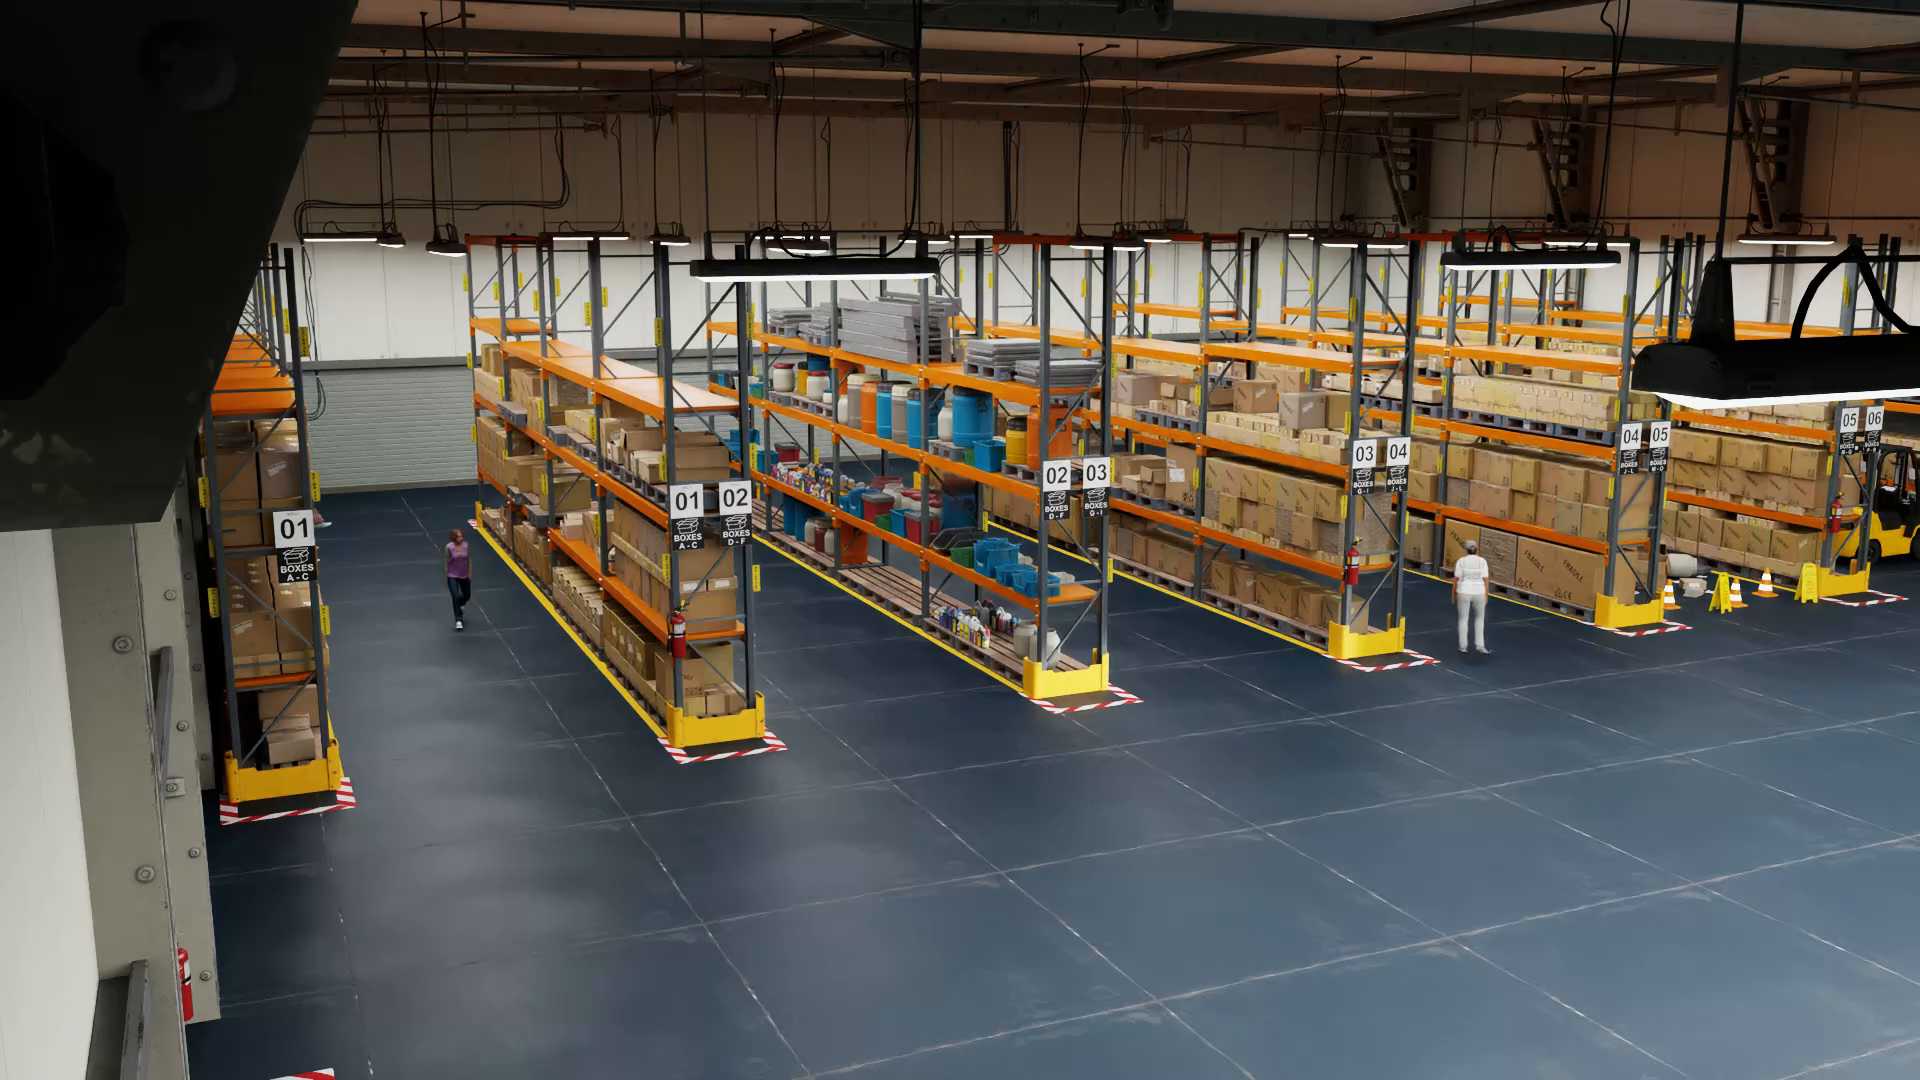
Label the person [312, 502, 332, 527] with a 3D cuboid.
[{"bbox_3d":[-13.532,-1.048,34.181,1.030,1.598,0.434,-5,12,-26],"label":"person"}]

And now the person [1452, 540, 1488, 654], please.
[{"bbox_3d":[7.540,0.854,24.511,0.553,1.719,0.452,2,11,12],"label":"person"}]

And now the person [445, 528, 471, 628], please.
[{"bbox_3d":[-7.877,0.555,26.090,0.416,1.561,0.768,-5,12,-26],"label":"person"}]
